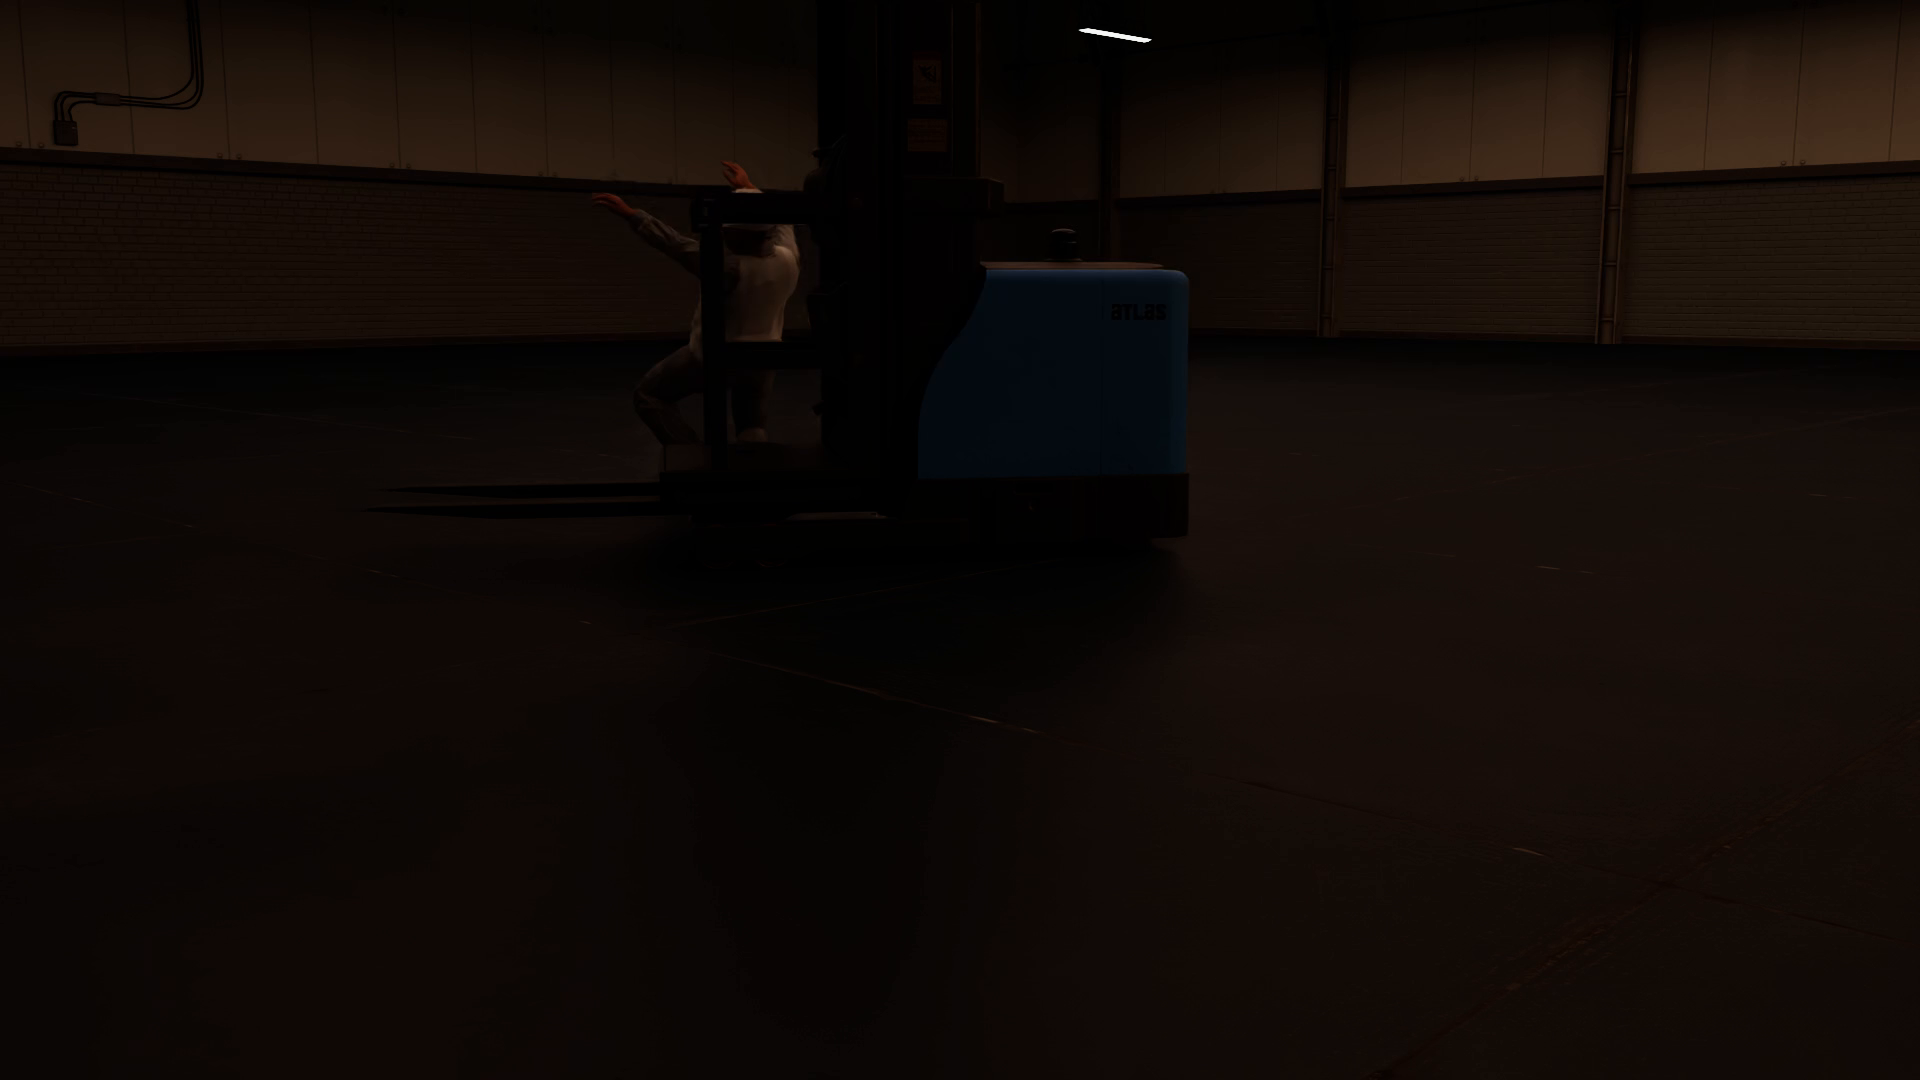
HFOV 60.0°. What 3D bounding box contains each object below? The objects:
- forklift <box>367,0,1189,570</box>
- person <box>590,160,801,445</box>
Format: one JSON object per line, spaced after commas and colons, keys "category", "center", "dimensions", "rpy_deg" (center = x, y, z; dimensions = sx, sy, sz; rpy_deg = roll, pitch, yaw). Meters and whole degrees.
{"category": "forklift", "center": [-0.691, -1.427, 6.350], "dimensions": [3.031, 2.935, 1.130], "rpy_deg": [-2, 9, -10]}
{"category": "person", "center": [-1.242, -0.947, 7.690], "dimensions": [1.058, 1.621, 0.849], "rpy_deg": [-6, 10, -35]}
